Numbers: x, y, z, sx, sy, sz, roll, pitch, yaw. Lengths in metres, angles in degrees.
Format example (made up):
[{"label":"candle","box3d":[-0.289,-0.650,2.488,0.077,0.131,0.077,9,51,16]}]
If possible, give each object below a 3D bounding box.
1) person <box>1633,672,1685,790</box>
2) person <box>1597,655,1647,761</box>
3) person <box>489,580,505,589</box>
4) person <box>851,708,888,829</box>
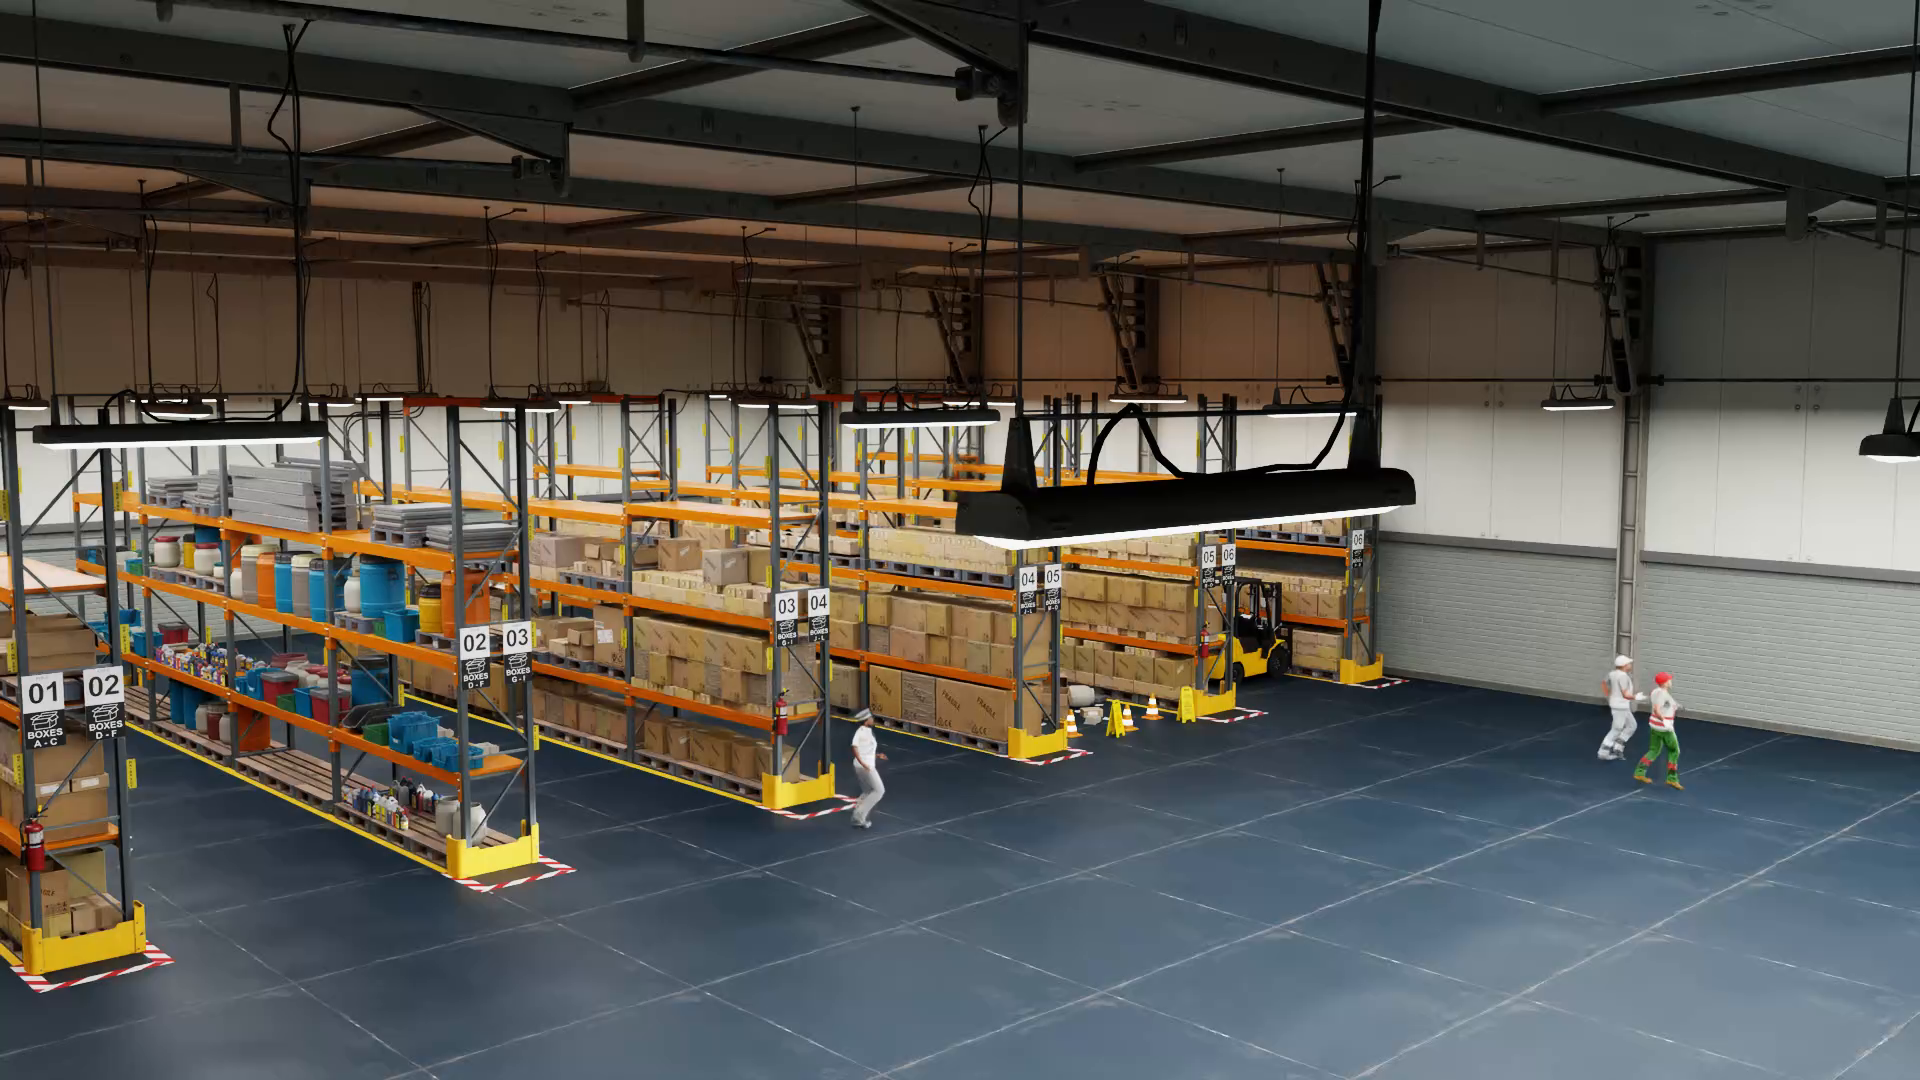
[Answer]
[{"label":"person","box3d":[10.851,2.952,25.753,0.758,1.840,0.639,0,6,-2]},{"label":"person","box3d":[10.936,2.802,27.460,0.715,1.805,0.639,1,6,13]},{"label":"person","box3d":[-10.984,1.682,39.226,0.743,1.765,0.838,1,6,14]},{"label":"person","box3d":[-1.294,3.231,23.631,0.544,1.680,0.562,-1,6,-8]}]
